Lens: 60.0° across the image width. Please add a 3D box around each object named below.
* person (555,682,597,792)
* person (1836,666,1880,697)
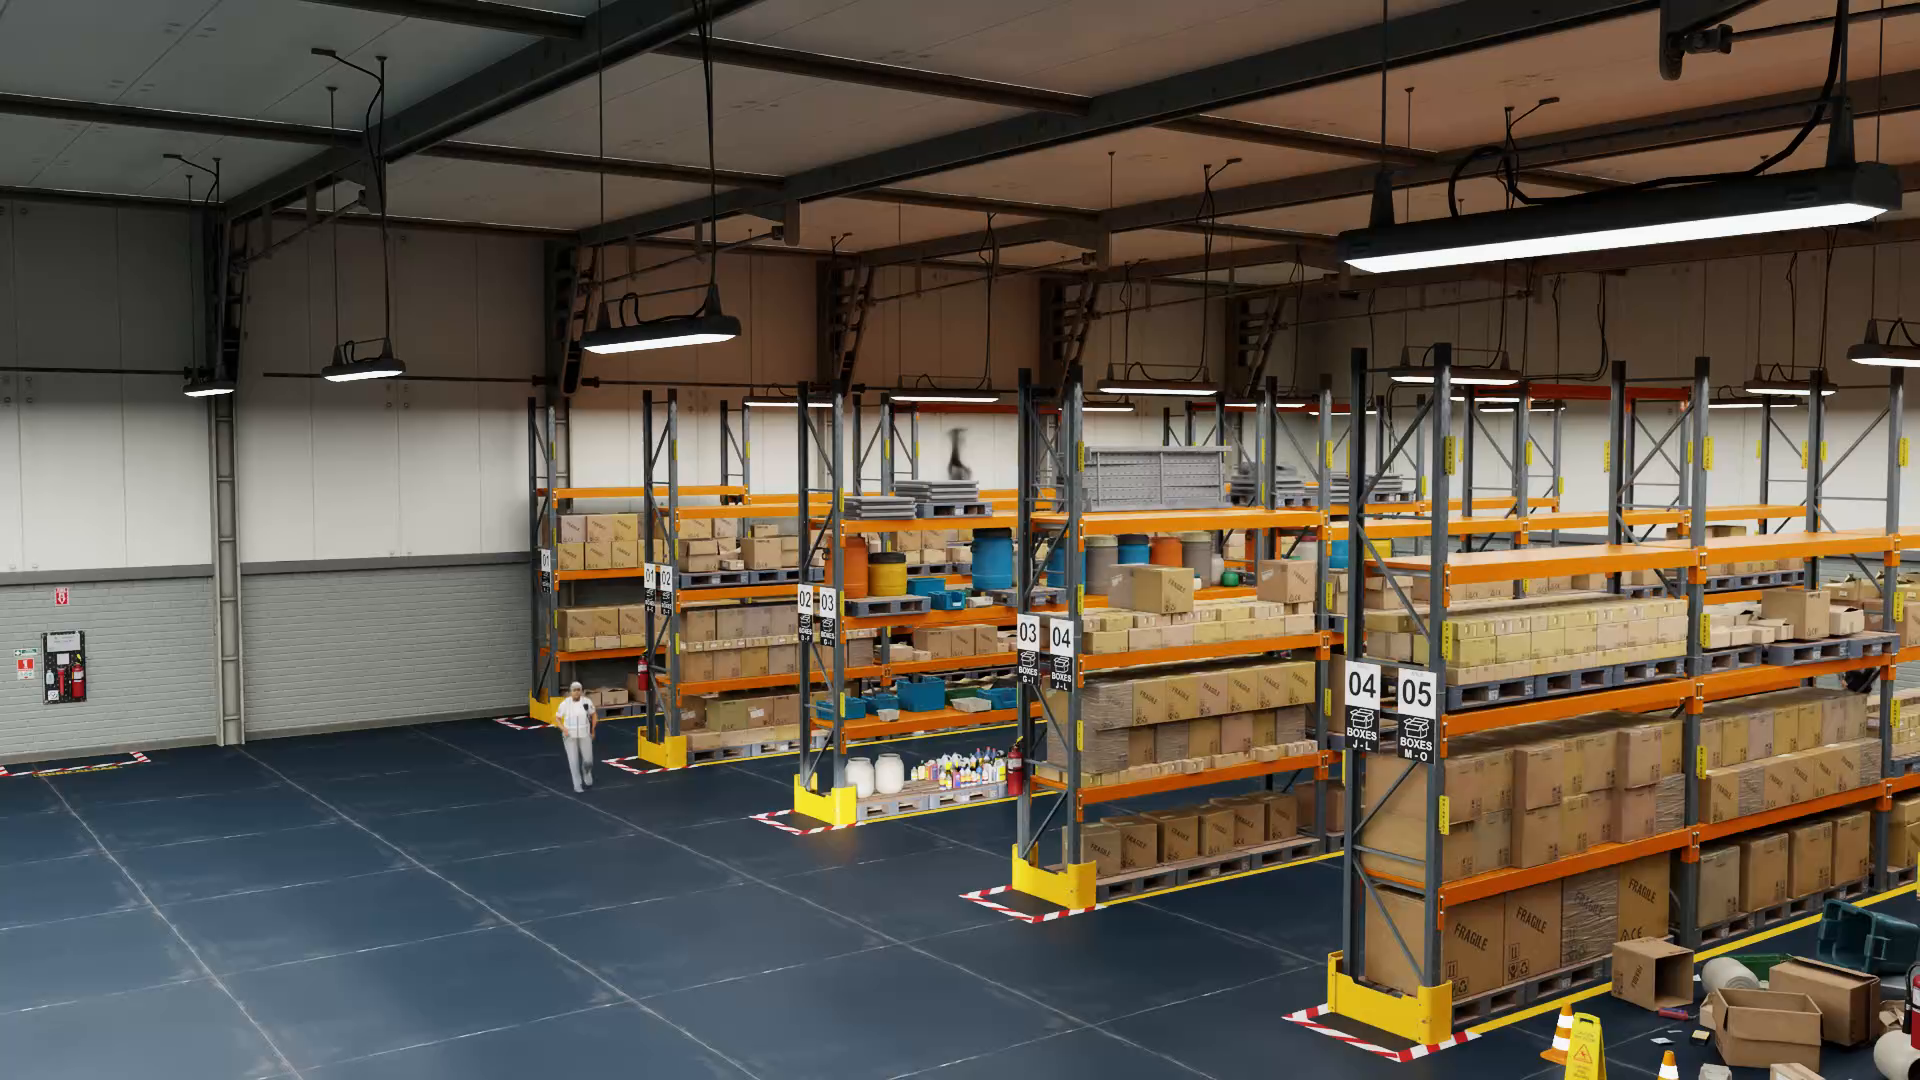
[{"bbox_3d":[-5.667,2.906,24.574,0.622,1.631,0.550,-1,4,-17],"label":"person"},{"bbox_3d":[15.501,2.626,28.743,0.689,1.695,0.963,1,3,11],"label":"person"}]
